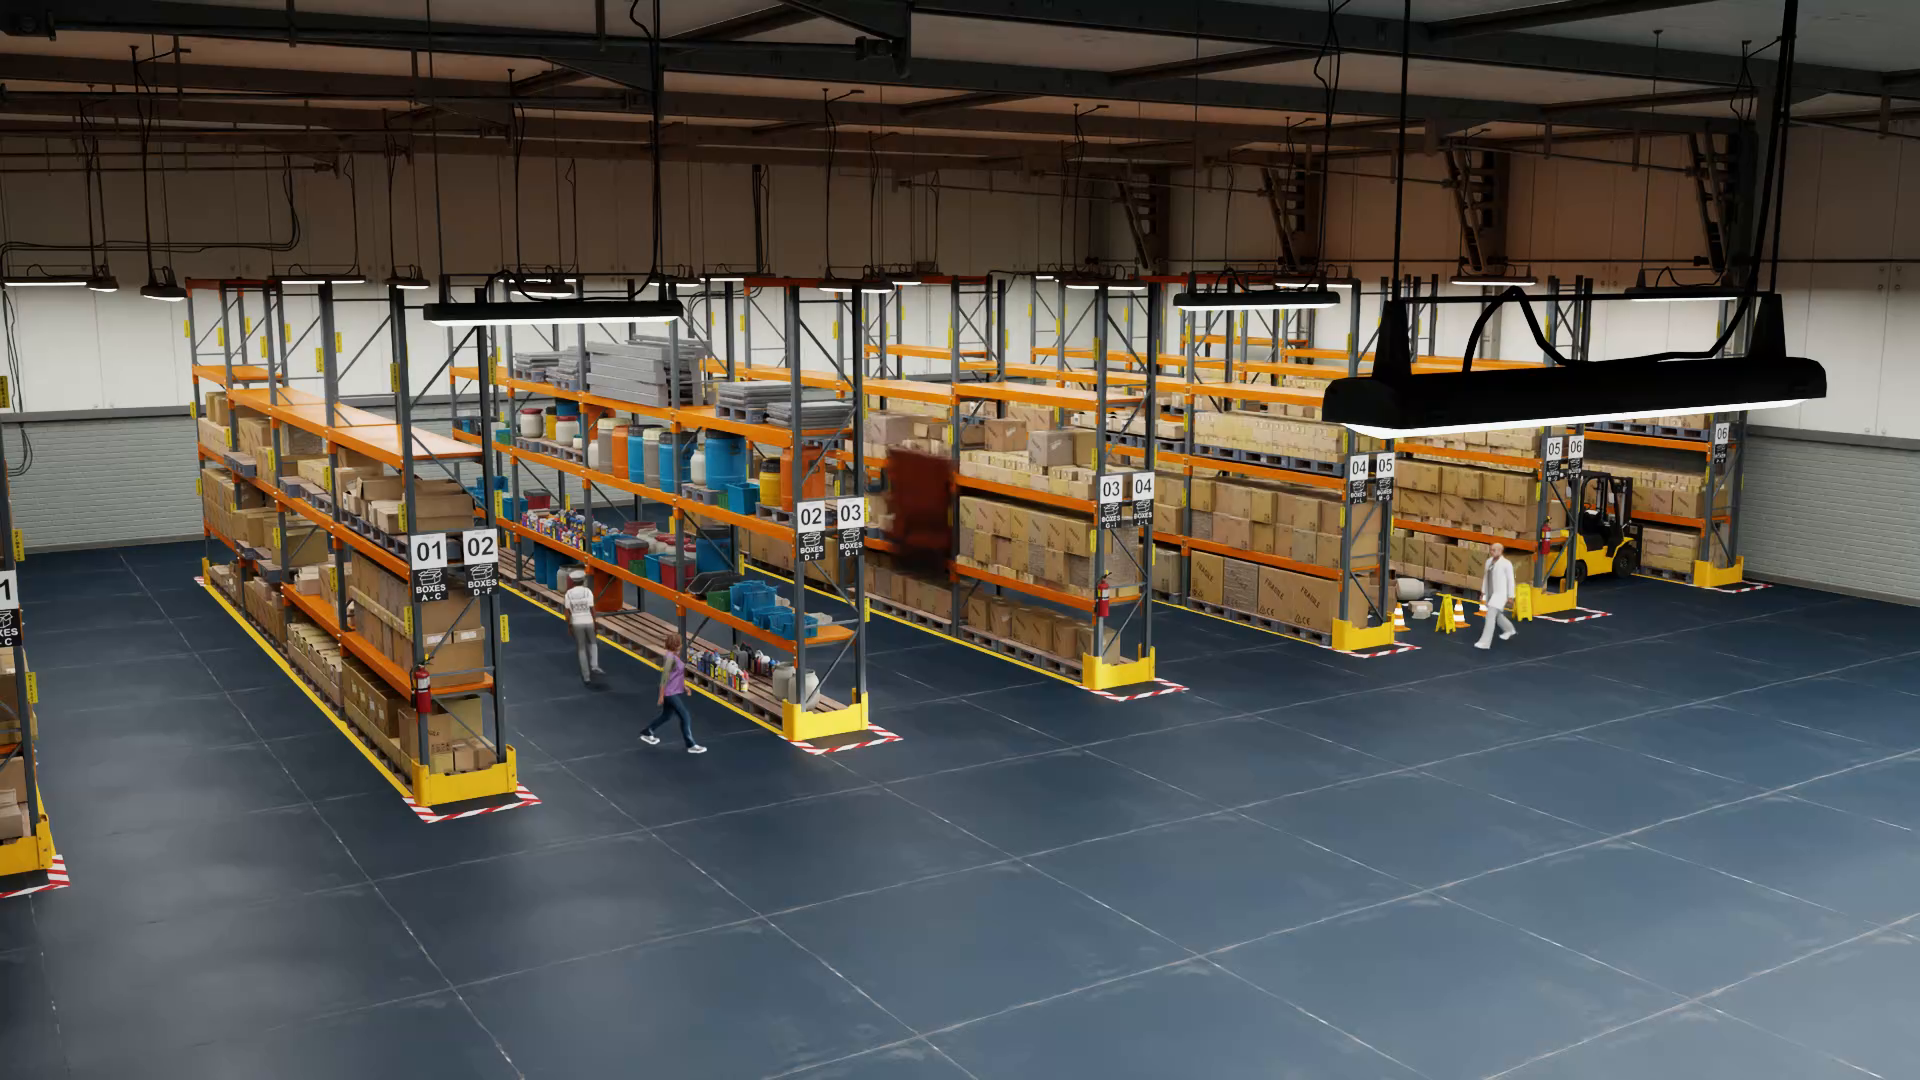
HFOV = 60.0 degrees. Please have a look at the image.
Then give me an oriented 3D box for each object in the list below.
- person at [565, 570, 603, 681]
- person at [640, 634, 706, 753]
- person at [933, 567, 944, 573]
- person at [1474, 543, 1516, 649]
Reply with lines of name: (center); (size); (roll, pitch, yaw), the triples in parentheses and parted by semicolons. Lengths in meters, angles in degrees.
person: (-5.704, 1.302, 25.222); (0.506, 1.667, 0.489); (-4, 10, -23)
person: (-3.732, 1.969, 21.543); (0.963, 1.542, 0.500); (2, 10, 13)
person: (-0.322, -0.235, 32.363); (0.570, 1.771, 0.508); (-8, 12, -40)
person: (8.851, 0.901, 27.396); (1.103, 1.732, 0.582); (-6, 11, -30)
